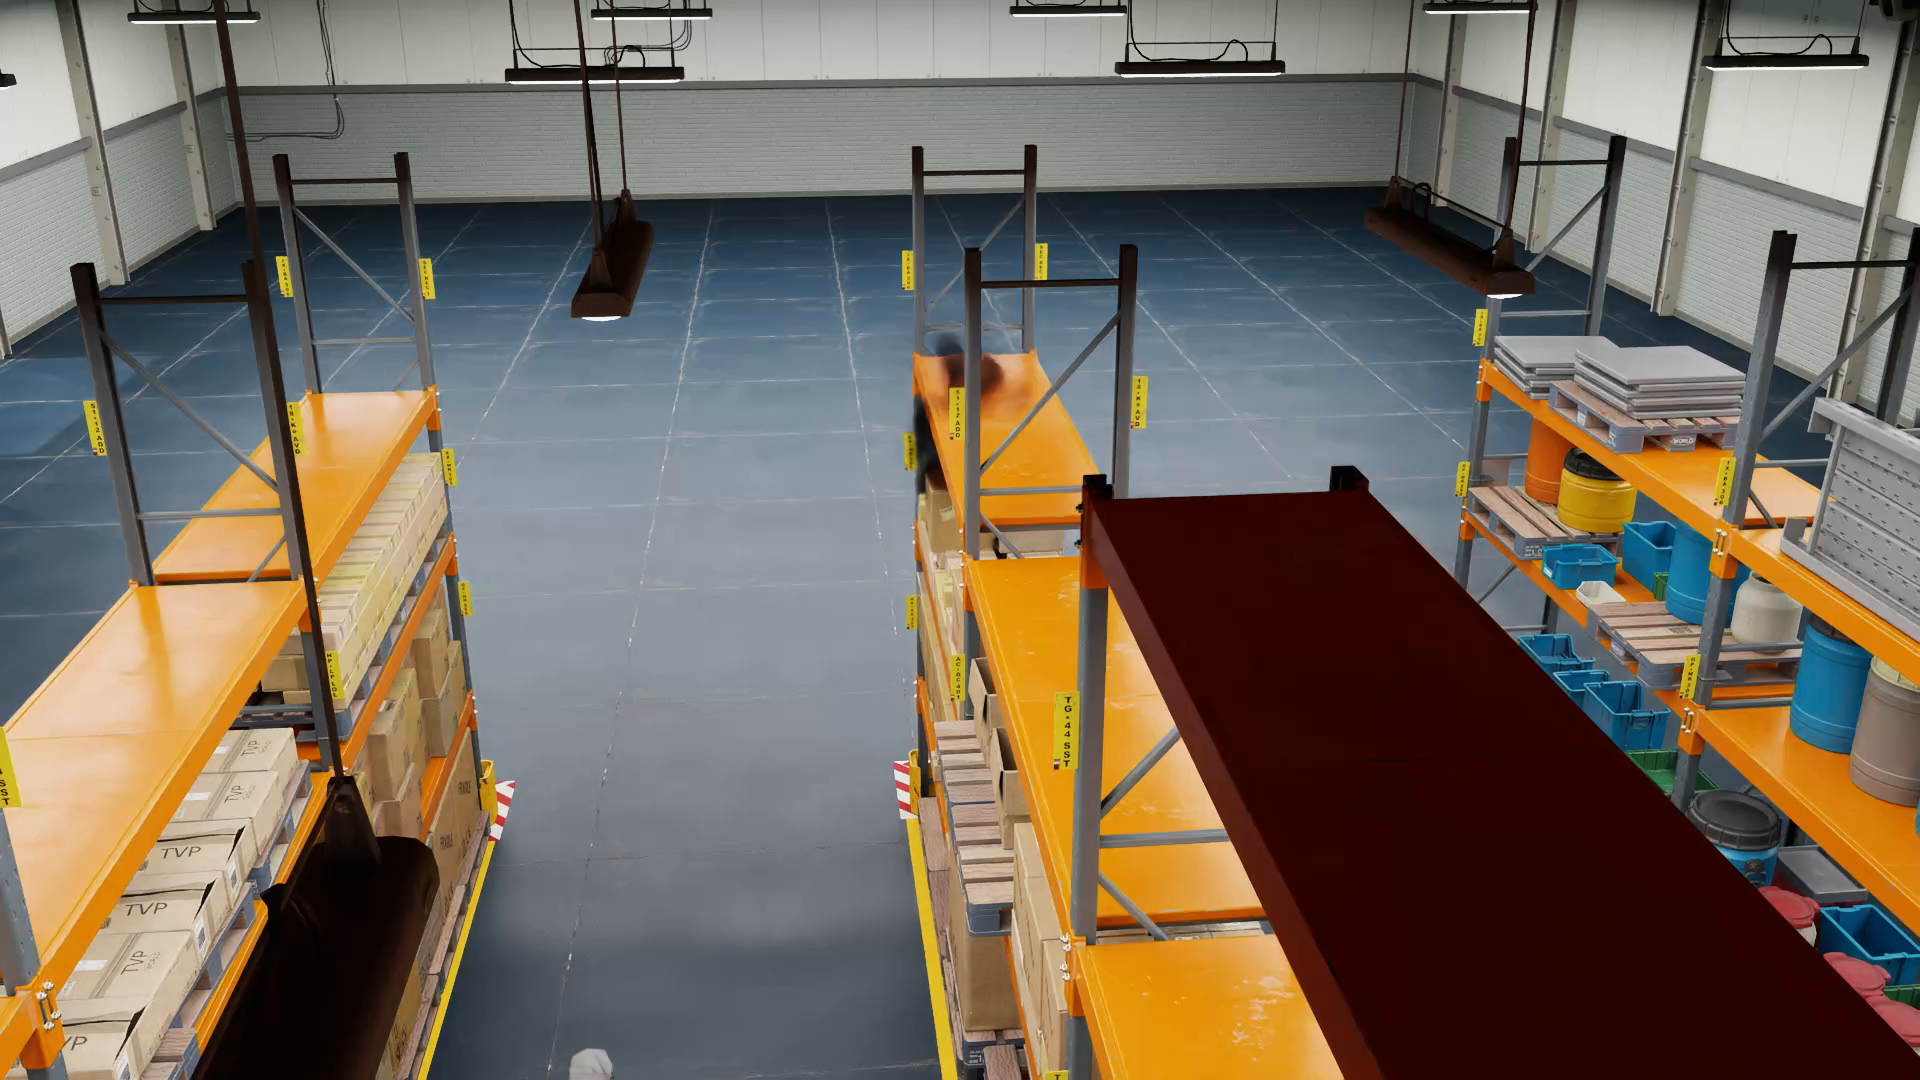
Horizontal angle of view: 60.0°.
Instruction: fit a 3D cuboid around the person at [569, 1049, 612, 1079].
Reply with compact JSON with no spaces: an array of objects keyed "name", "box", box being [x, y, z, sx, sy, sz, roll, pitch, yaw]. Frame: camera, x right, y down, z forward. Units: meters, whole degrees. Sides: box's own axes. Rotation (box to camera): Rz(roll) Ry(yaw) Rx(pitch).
[{"name":"person","box":[-2.138,3.742,9.937,0.621,1.654,0.718,-6,22,-14]}]
